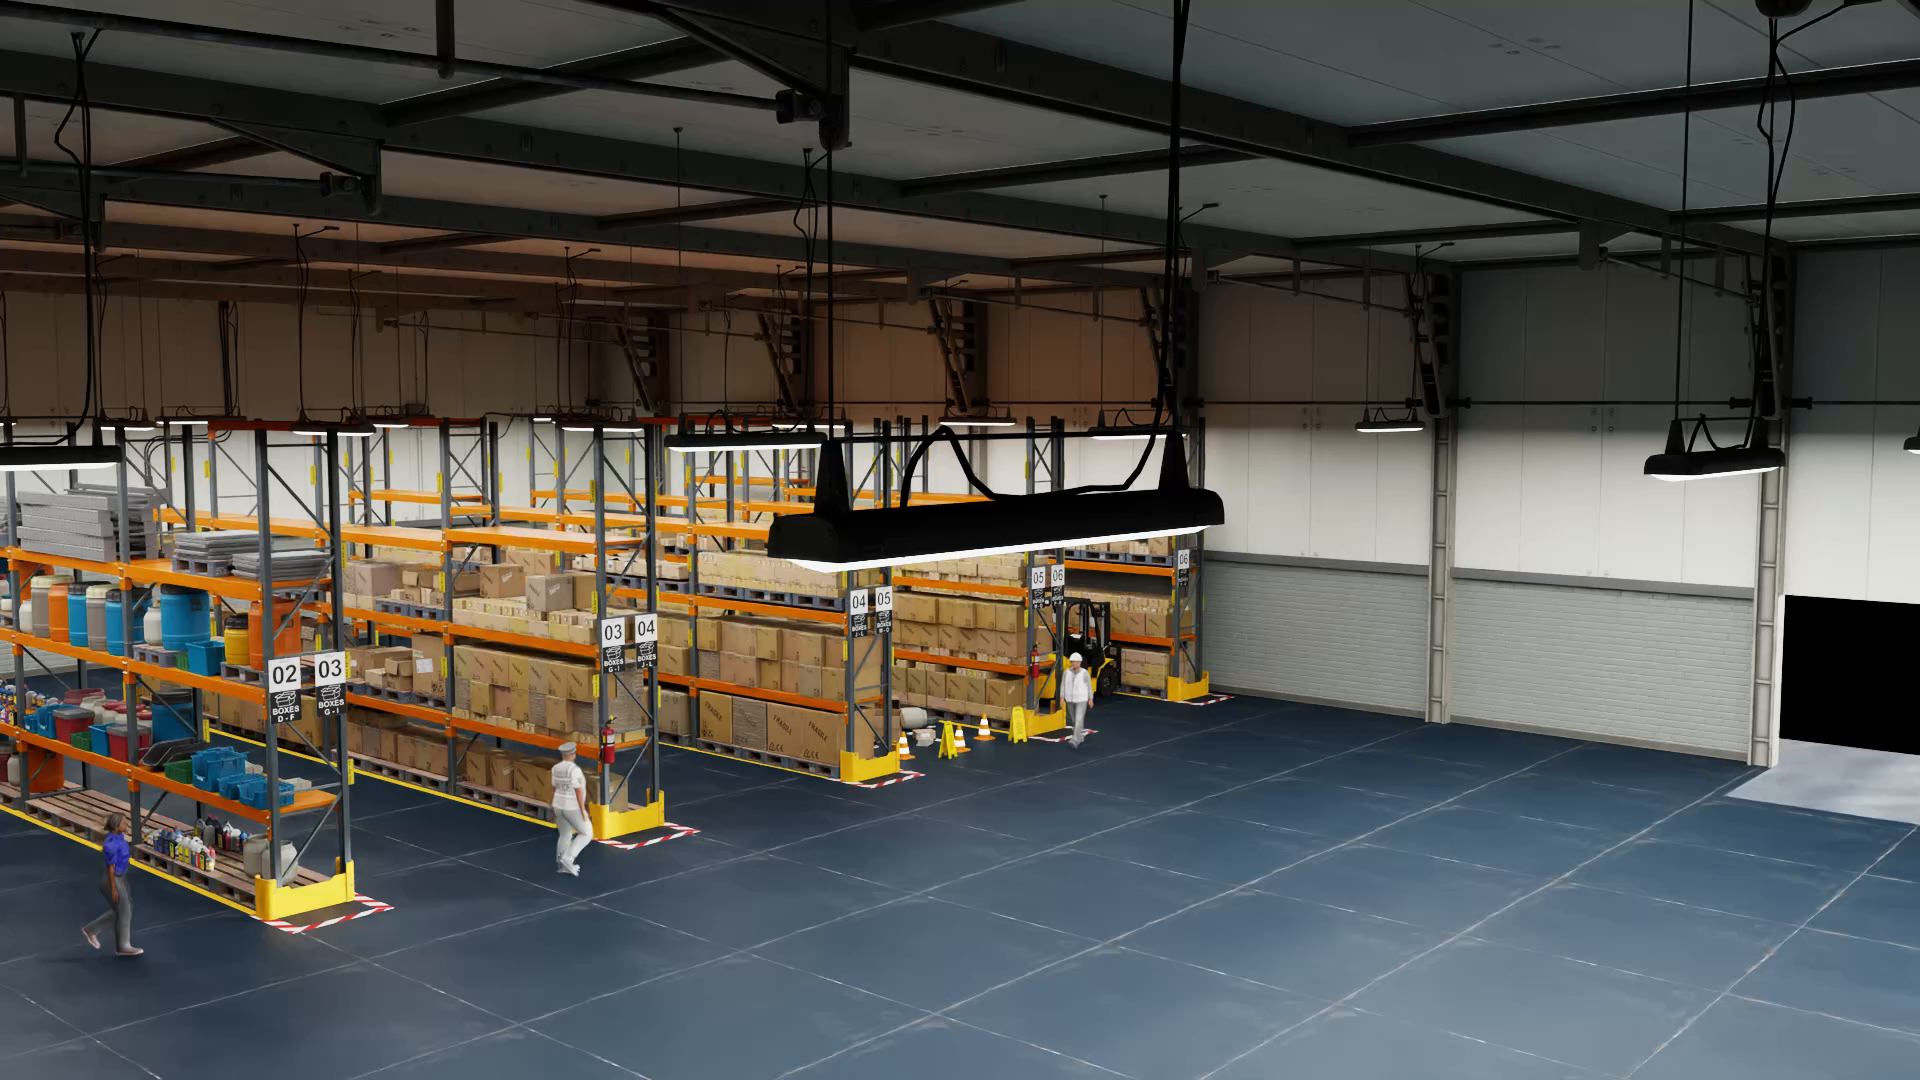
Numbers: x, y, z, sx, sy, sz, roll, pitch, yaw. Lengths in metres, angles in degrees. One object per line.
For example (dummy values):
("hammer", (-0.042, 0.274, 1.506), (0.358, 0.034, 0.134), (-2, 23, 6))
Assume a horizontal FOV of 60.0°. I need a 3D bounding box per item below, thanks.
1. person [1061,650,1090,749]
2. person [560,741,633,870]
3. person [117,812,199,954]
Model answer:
("person", (2.154, 2.914, 30.514), (0.647, 1.775, 0.562), (-2, 5, -27))
("person", (-4.966, 3.570, 22.566), (0.569, 1.702, 1.037), (4, 6, 37))
("person", (-9.225, 3.932, 19.038), (0.828, 1.664, 0.409), (-1, 5, -12))
